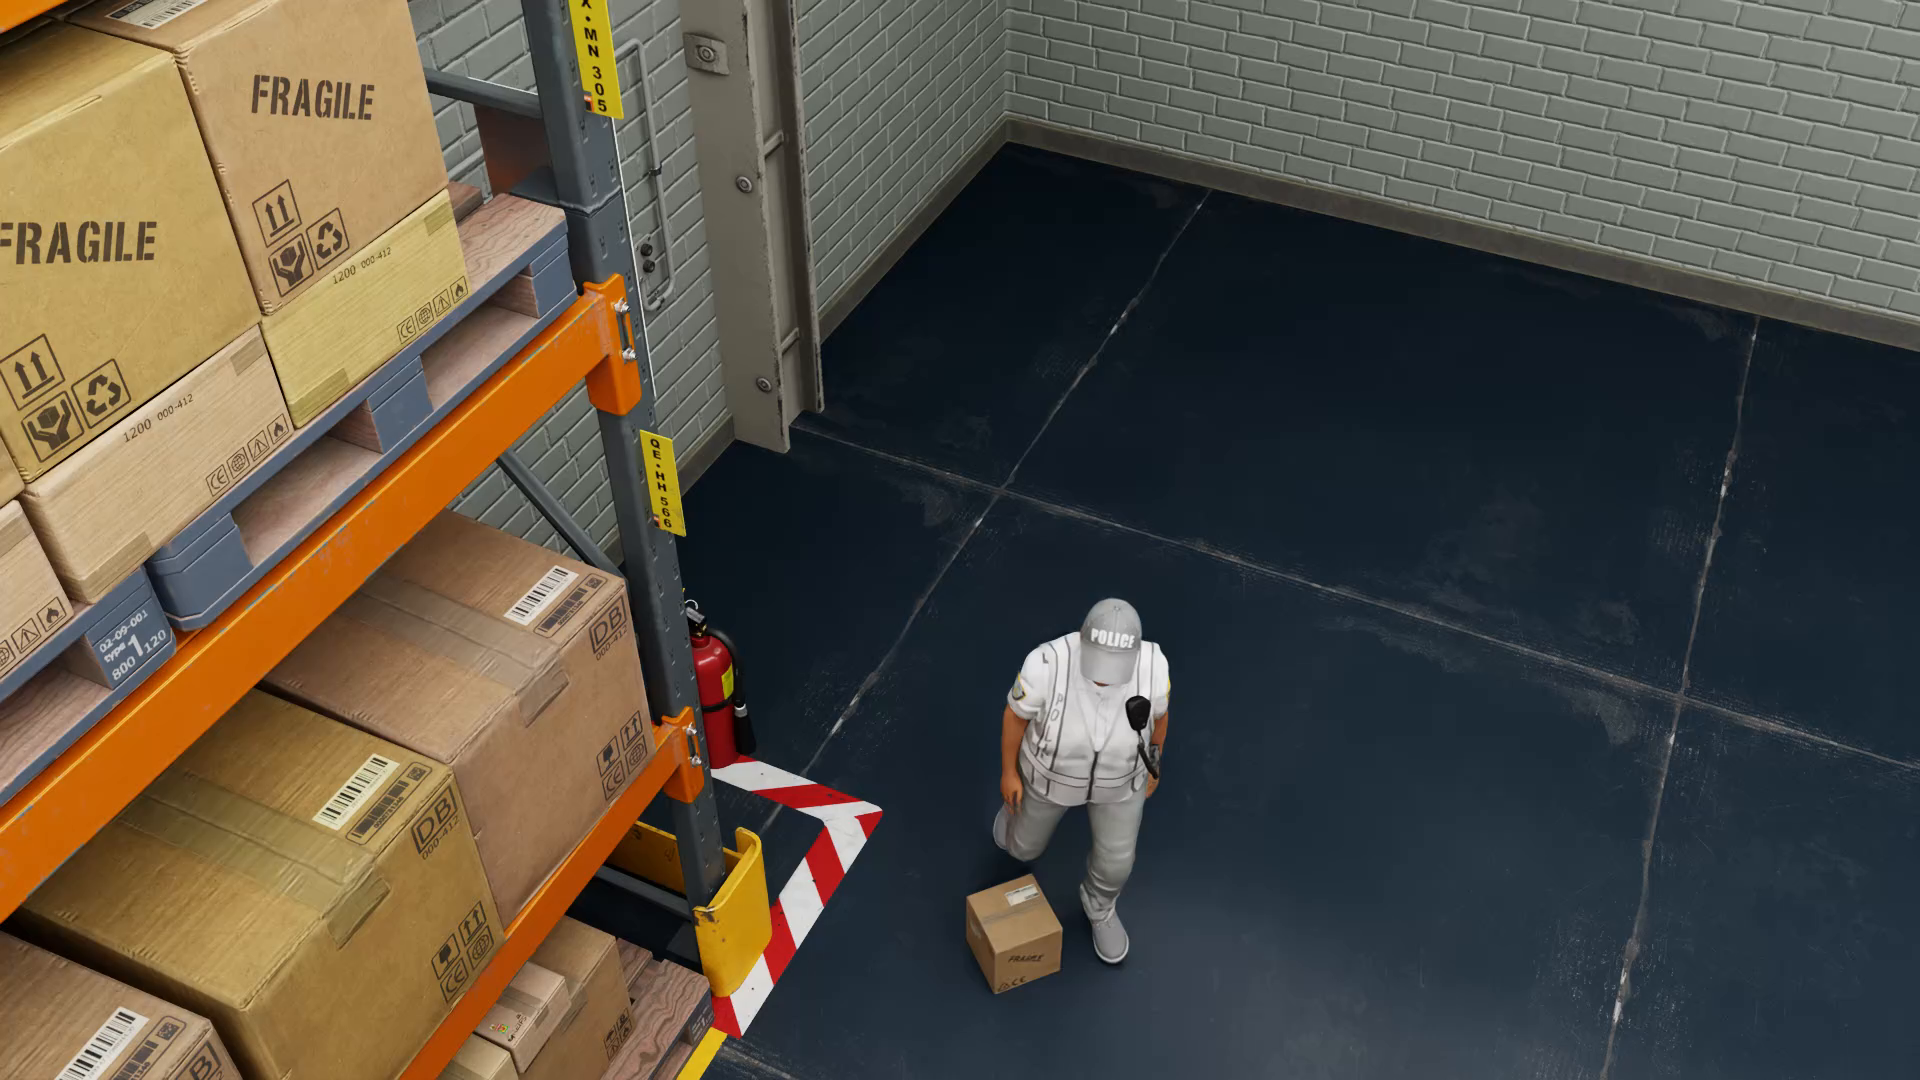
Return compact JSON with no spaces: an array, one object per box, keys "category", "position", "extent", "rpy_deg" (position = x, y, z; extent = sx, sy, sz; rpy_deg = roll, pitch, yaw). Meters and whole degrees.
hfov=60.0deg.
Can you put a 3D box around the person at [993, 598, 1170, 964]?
[{"category":"person","position":[0.389,0.676,5.406],"extent":[0.529,1.638,0.724],"rpy_deg":[-1,42,-1]}]
